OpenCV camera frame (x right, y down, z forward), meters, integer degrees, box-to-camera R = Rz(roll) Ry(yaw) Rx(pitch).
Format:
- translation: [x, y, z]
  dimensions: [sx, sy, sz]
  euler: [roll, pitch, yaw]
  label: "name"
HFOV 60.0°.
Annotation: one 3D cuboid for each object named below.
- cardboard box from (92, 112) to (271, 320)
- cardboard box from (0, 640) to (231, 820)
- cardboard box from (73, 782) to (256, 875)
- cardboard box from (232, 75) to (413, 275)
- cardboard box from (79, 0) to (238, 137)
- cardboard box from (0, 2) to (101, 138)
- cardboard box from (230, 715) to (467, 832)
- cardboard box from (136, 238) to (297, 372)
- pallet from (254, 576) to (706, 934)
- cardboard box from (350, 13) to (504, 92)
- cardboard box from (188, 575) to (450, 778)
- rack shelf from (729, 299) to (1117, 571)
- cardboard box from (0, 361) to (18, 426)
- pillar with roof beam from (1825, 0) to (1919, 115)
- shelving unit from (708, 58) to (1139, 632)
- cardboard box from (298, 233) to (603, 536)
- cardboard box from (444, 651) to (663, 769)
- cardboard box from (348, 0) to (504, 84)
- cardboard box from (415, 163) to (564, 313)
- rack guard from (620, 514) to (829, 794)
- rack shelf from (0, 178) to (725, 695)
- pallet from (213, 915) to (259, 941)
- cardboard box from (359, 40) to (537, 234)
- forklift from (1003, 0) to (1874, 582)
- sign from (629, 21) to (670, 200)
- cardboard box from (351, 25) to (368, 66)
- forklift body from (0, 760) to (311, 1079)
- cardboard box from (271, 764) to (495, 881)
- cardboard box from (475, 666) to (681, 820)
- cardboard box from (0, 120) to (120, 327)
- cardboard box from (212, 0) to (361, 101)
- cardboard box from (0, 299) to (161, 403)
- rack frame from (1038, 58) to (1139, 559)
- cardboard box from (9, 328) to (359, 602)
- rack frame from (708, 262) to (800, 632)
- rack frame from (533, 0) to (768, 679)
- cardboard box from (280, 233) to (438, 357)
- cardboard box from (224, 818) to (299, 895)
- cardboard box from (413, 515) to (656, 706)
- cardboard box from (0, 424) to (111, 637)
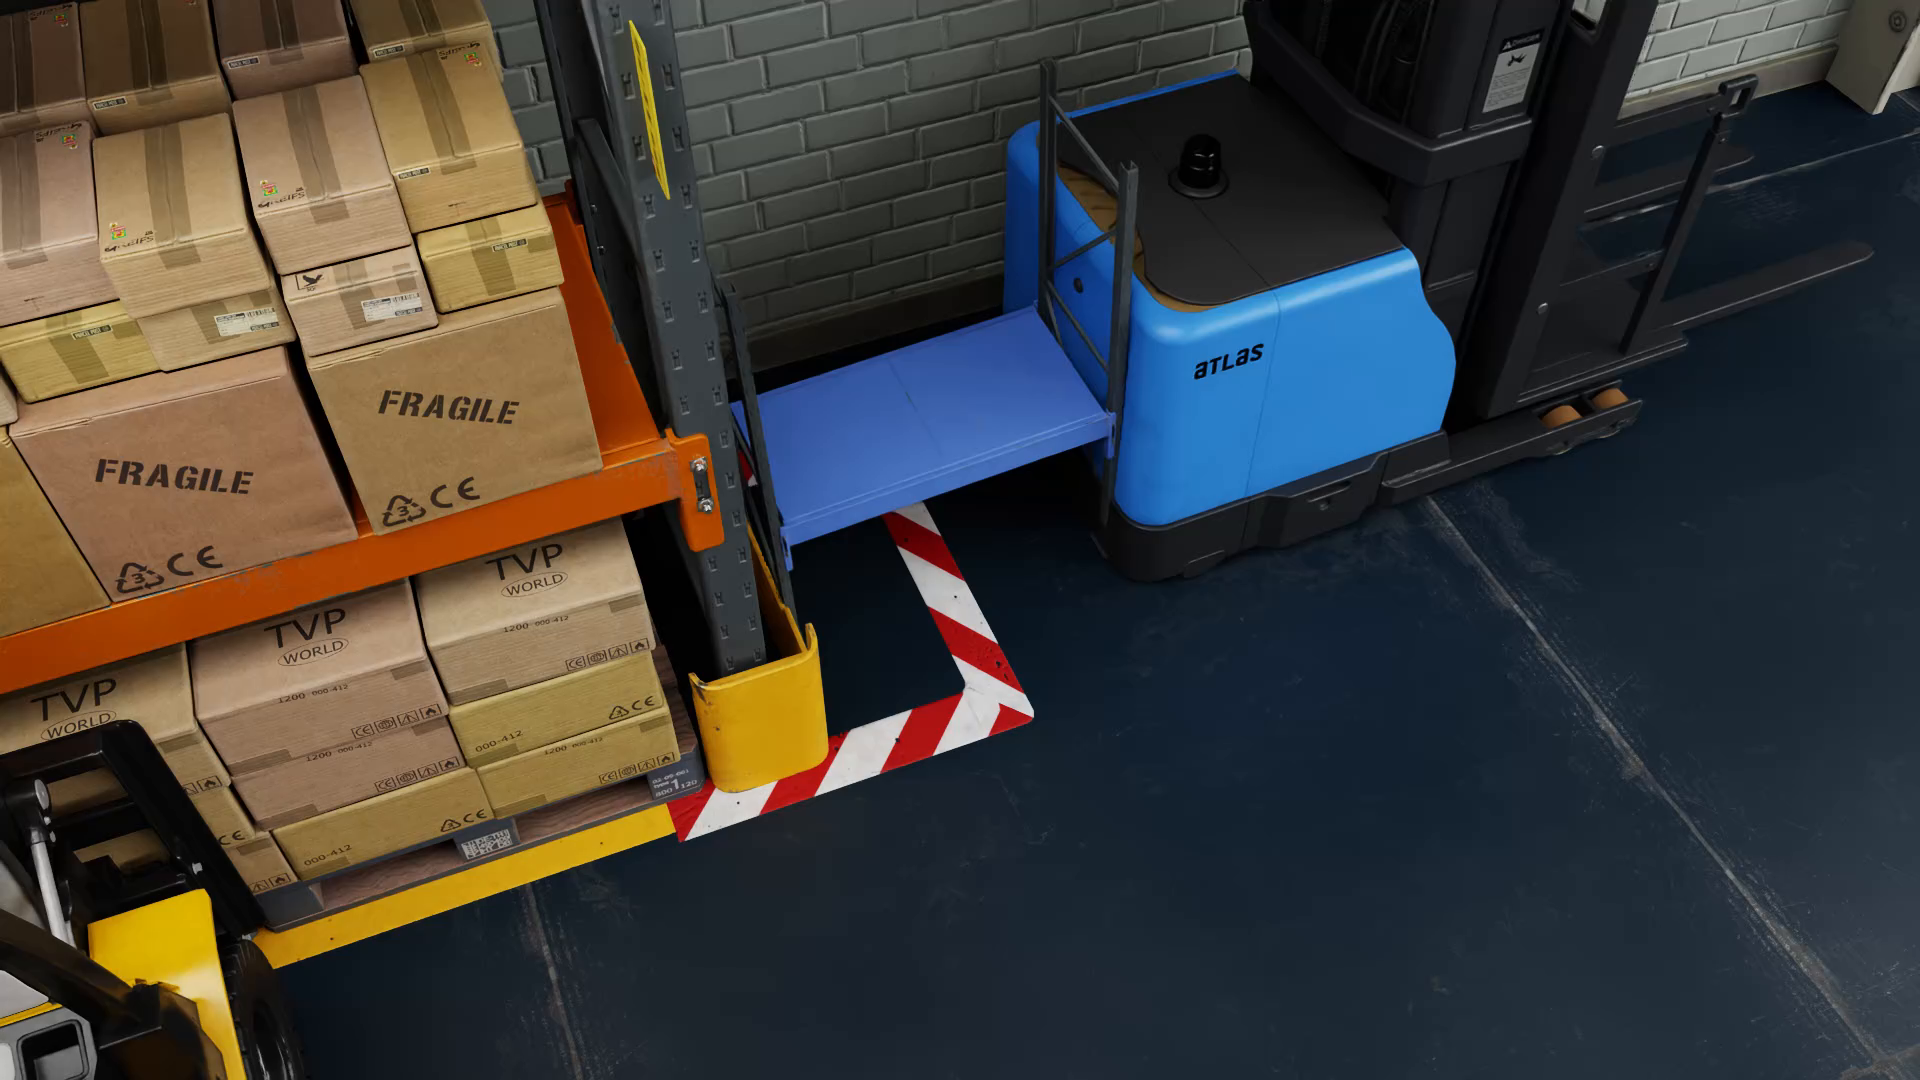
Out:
- translation: [-1.456, -0.611, 3.108]
  dimensions: [0.250, 0.149, 0.380]
  euler: [-16, 51, -13]
  label: "cardboard box"
- translation: [-1.998, 0.379, 3.823]
  dimensions: [0.500, 0.250, 0.500]
  euler: [-17, 51, -14]
  label: "cardboard box"
- translation: [-2.027, 0.547, 4.009]
  dimensions: [0.500, 0.250, 0.500]
  euler: [-18, 52, -15]
  label: "cardboard box"
- translation: [-1.224, -0.705, 3.188]
  dimensions: [0.250, 0.149, 0.380]
  euler: [-17, 51, -14]
  label: "cardboard box"
- translation: [-1.642, -0.965, 3.412]
  dimensions: [0.250, 0.149, 0.380]
  euler: [-16, 51, -14]
  label: "cardboard box"
- translation: [-1.876, -0.904, 3.360]
  dimensions: [0.250, 0.149, 0.380]
  euler: [-17, 51, -14]
  label: "cardboard box"
- translation: [-1.557, 0.384, 4.149]
  dimensions: [0.500, 0.250, 0.500]
  euler: [-18, 52, -15]
  label: "cardboard box"
- translation: [-1.460, -0.529, 3.234]
  dimensions: [0.250, 0.149, 0.380]
  euler: [-16, 51, -14]
  label: "cardboard box"
- translation: [-1.448, 0.450, 4.724]
  dimensions: [1.213, 0.211, 1.003]
  euler: [-17, 52, -14]
  label: "pallet"
- translation: [-1.168, -1.036, 3.669]
  dimensions: [0.250, 0.149, 0.380]
  euler: [-18, 52, -15]
  label: "cardboard box"
- translation: [-1.535, 0.228, 3.954]
  dimensions: [0.500, 0.250, 0.500]
  euler: [-16, 51, -14]
  label: "cardboard box"
- translation: [-0.120, -0.315, 4.753]
  dimensions: [1.000, 0.185, 0.538]
  euler: [-20, 53, -13]
  label: "rack shelf"
- translation: [-1.923, -0.356, 3.085]
  dimensions: [0.250, 0.149, 0.380]
  euler: [-19, 52, -15]
  label: "cardboard box"
- translation: [5.441, -1.793, 0.858]
  dimensions: [0.400, 9.000, 9.100]
  euler: [-17, 52, -14]
  label: "pillar with roof beam"
- translation: [-0.125, -0.428, 4.613]
  dimensions: [1.048, 1.500, 0.538]
  euler: [-20, 53, -13]
  label: "shelving unit"
- translation: [-1.112, -0.414, 3.563]
  dimensions: [0.500, 0.500, 0.500]
  euler: [-18, 52, -15]
  label: "cardboard box"
- translation: [-1.088, 0.248, 4.266]
  dimensions: [0.500, 0.250, 0.500]
  euler: [-18, 52, -15]
  label: "cardboard box"
- translation: [-1.148, -1.102, 3.529]
  dimensions: [0.250, 0.149, 0.380]
  euler: [-18, 52, -15]
  label: "cardboard box"
- translation: [-0.971, -0.655, 3.342]
  dimensions: [0.250, 0.149, 0.380]
  euler: [-17, 51, -14]
  label: "cardboard box"
- translation: [-0.734, 0.100, 4.834]
  dimensions: [0.348, 0.500, 1.175]
  euler: [-17, 52, -14]
  label: "rack guard"
- translation: [-2.607, 0.101, 3.660]
  dimensions: [4.000, 0.370, 1.077]
  euler: [-17, 52, -14]
  label: "rack shelf"
- translation: [-2.576, 0.797, 4.426]
  dimensions: [1.213, 0.211, 1.003]
  euler: [-17, 52, -14]
  label: "pallet"
- translation: [-1.008, -0.797, 3.268]
  dimensions: [0.250, 0.149, 0.380]
  euler: [-17, 51, -14]
  label: "cardboard box"
- translation: [1.687, -1.585, 4.679]
  dimensions: [3.031, 2.935, 1.130]
  euler: [-19, 52, -15]
  label: "forklift"
- translation: [-0.564, -0.777, 3.020]
  dimensions: [0.005, 0.325, 0.100]
  euler: [-17, 52, -14]
  label: "sign"
- translation: [-1.372, -0.921, 3.570]
  dimensions: [0.250, 0.149, 0.380]
  euler: [-17, 52, -14]
  label: "cardboard box"
- translation: [-1.822, 1.394, 2.635]
  dimensions: [1.214, 2.155, 2.313]
  euler: [-17, 52, -14]
  label: "forklift body"
- translation: [-1.535, 0.544, 4.341]
  dimensions: [0.500, 0.250, 0.500]
  euler: [-17, 52, -14]
  label: "cardboard box"
- translation: [-1.071, 0.408, 4.458]
  dimensions: [0.500, 0.250, 0.500]
  euler: [-17, 51, -14]
  label: "cardboard box"
- translation: [-1.715, -0.592, 3.091]
  dimensions: [0.250, 0.149, 0.380]
  euler: [-17, 51, -14]
  label: "cardboard box"
- translation: [-1.417, -1.069, 3.502]
  dimensions: [0.250, 0.149, 0.380]
  euler: [-16, 51, -13]
  label: "cardboard box"
- translation: [-1.693, -0.466, 3.180]
  dimensions: [0.250, 0.149, 0.380]
  euler: [-18, 52, -15]
  label: "cardboard box"
- translation: [0.341, -0.593, 4.728]
  dimensions: [0.032, 1.500, 0.500]
  euler: [-20, 53, -13]
  label: "rack frame"
- translation: [-1.596, -0.272, 3.440]
  dimensions: [0.500, 0.500, 0.500]
  euler: [-16, 51, -13]
  label: "cardboard box"
- translation: [-0.592, -0.262, 4.499]
  dimensions: [0.032, 1.500, 0.500]
  euler: [-20, 53, -13]
  label: "rack frame"
- translation: [-0.756, -0.707, 3.880]
  dimensions: [0.127, 3.000, 1.000]
  euler: [-17, 52, -14]
  label: "rack frame"
- translation: [-1.196, -0.561, 3.261]
  dimensions: [0.250, 0.149, 0.380]
  euler: [-16, 51, -14]
  label: "cardboard box"
- translation: [-2.002, 0.682, 4.223]
  dimensions: [0.500, 0.250, 0.500]
  euler: [-17, 51, -14]
  label: "cardboard box"
- translation: [-1.064, 0.077, 4.083]
  dimensions: [0.500, 0.250, 0.500]
  euler: [-16, 51, -13]
  label: "cardboard box"
- translation: [-2.070, -0.125, 3.314]
  dimensions: [0.500, 0.500, 0.500]
  euler: [-18, 52, -15]
  label: "cardboard box"
